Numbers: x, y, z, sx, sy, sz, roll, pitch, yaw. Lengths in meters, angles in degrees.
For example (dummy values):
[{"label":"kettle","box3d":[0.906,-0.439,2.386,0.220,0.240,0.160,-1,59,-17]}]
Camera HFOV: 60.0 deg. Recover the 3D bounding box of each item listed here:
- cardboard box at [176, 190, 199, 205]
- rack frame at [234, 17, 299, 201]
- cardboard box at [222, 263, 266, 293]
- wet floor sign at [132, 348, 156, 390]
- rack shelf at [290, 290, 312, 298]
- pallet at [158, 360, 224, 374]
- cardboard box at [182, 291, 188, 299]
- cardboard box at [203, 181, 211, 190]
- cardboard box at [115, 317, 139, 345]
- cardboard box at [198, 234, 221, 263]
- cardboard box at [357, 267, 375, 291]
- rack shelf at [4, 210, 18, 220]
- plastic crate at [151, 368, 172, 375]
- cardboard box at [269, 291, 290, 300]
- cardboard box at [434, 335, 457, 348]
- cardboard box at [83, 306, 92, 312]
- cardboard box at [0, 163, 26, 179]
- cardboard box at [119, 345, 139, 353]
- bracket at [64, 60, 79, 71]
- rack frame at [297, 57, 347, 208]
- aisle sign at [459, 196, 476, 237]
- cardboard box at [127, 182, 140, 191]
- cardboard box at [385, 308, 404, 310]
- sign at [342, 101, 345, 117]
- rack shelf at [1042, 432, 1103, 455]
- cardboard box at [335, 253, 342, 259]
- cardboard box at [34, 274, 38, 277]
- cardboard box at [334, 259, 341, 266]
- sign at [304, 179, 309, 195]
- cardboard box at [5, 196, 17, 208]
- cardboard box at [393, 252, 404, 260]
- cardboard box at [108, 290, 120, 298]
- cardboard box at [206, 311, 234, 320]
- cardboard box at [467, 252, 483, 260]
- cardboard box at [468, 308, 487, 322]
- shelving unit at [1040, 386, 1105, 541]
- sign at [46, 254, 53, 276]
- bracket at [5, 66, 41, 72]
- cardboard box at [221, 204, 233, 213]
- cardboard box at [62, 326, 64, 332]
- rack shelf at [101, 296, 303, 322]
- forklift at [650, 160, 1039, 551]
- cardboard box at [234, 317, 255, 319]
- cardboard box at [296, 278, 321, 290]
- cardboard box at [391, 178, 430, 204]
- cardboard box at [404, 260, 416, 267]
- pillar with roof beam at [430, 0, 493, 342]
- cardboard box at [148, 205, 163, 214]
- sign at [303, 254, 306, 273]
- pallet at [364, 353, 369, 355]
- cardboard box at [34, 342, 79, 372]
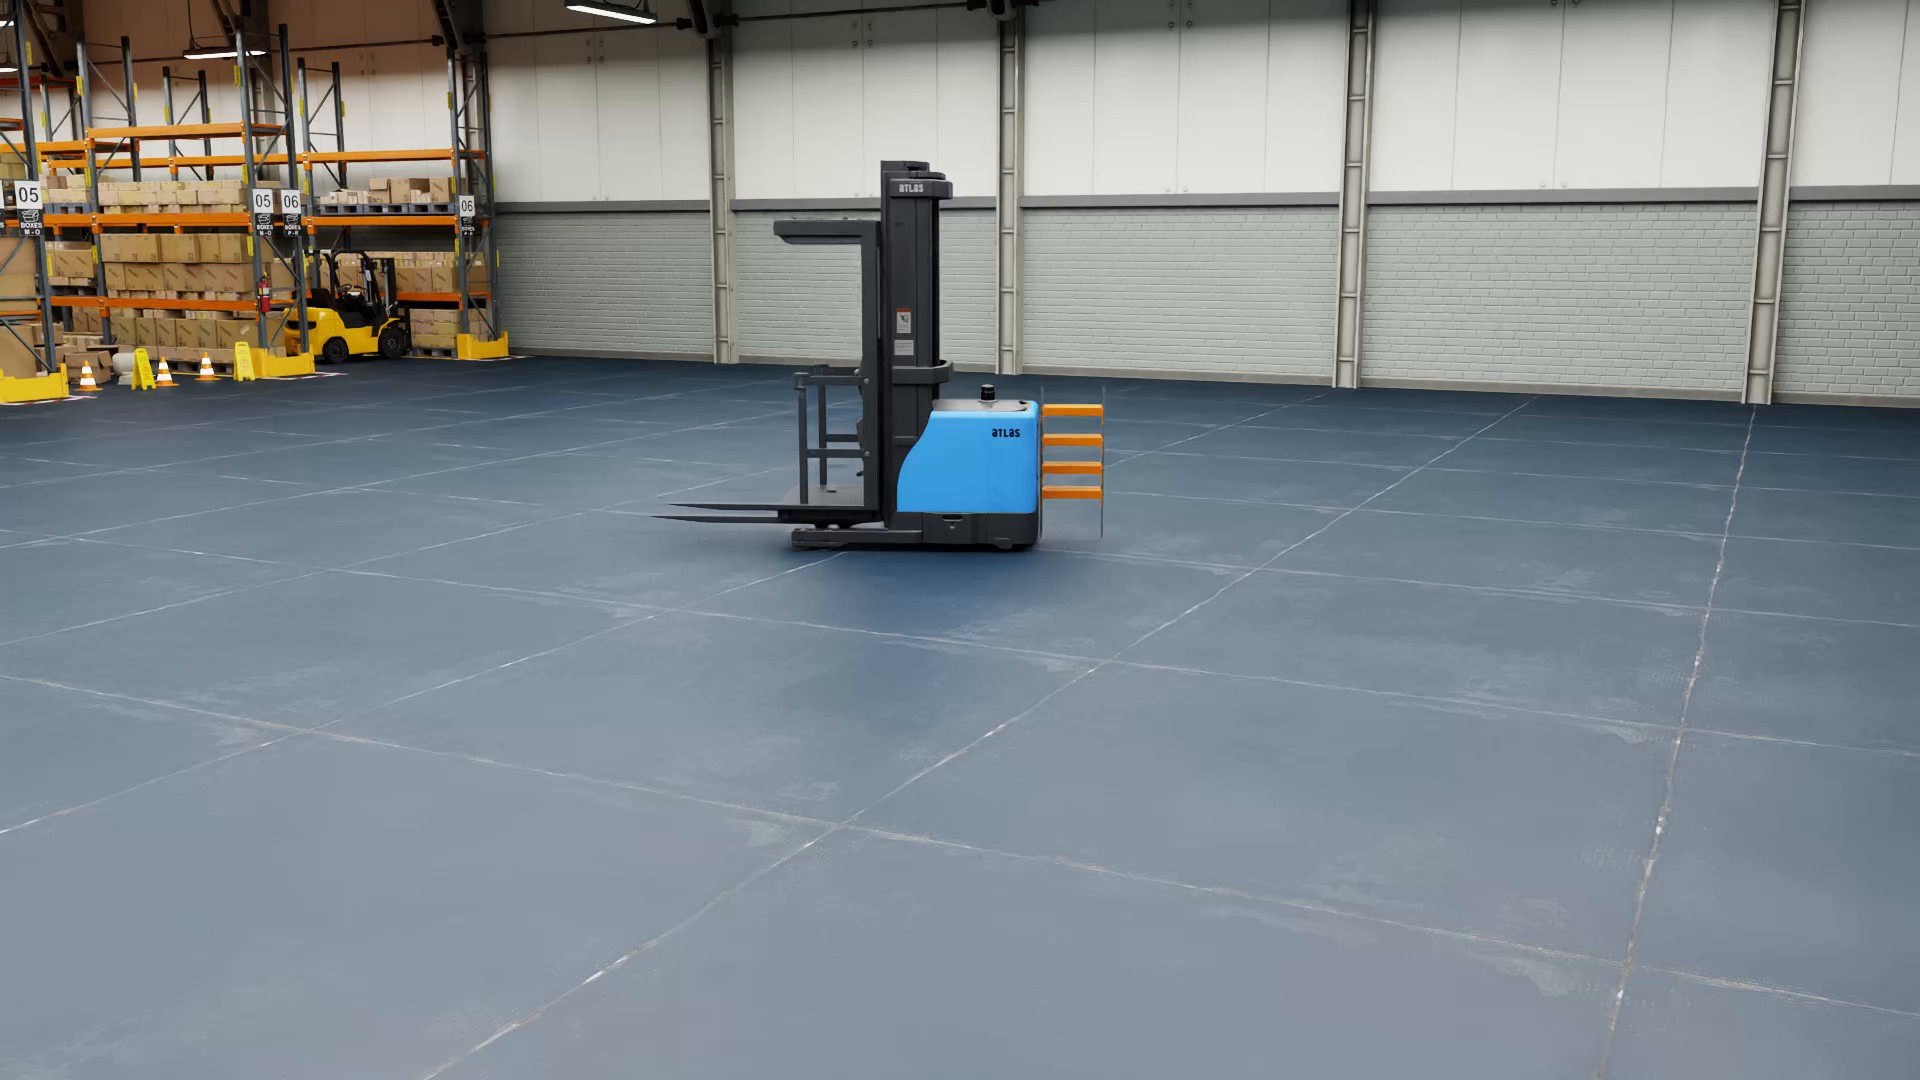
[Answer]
[{"label":"cardboard box","box3d":[-13.351,-6.005,29.152,0.500,0.250,0.500,5,12,27]},{"label":"rack frame","box3d":[-11.855,-7.331,28.471,0.127,3.000,1.000,5,11,26]},{"label":"cardboard box","box3d":[-12.463,-4.574,28.963,0.500,0.500,0.500,5,11,25]},{"label":"wet floor sign","box3d":[-13.052,-2.736,26.537,0.232,0.644,0.267,3,11,16]},{"label":"rack shelf","box3d":[-15.042,-5.291,36.063,4.000,0.370,1.077,5,11,26]},{"label":"pallet","box3d":[-13.726,-3.179,30.204,1.213,0.211,1.003,5,11,26]},{"label":"cardboard box","box3d":[-13.647,-4.375,29.684,0.250,0.149,0.380,5,11,26]},{"label":"cardboard box","box3d":[-12.945,-6.176,28.973,0.250,0.149,0.380,5,11,26]},{"label":"cardboard box","box3d":[-15.032,-3.828,30.392,0.500,0.500,0.500,6,12,29]},{"label":"cardboard box","box3d":[-12.860,-5.113,29.137,0.500,0.500,0.700,5,11,26]},{"label":"cardboard box","box3d":[-12.037,-5.382,34.264,0.500,0.500,0.500,5,11,25]},{"label":"rack shelf","box3d":[-15.748,-4.860,25.261,4.000,0.370,1.077,5,11,26]},{"label":"plastic crate","box3d":[-14.397,-3.003,29.600,0.583,0.080,0.402,1,10,6]},{"label":"cardboard box","box3d":[-12.068,-4.316,29.358,0.250,0.149,0.380,5,11,26]},{"label":"cardboard box","box3d":[-10.223,-4.013,33.520,0.500,0.250,0.500,5,11,26]},{"label":"cardboard box","box3d":[-19.937,-5.334,38.296,0.250,0.149,0.380,5,11,24]},{"label":"cardboard box","box3d":[-14.273,-5.464,24.703,0.500,0.250,0.500,5,11,26]},{"label":"cardboard box","box3d":[-15.032,-3.459,30.459,0.500,0.250,0.500,4,11,23]},{"label":"bracket","box3d":[-20.434,-10.951,38.361,0.430,0.232,0.235,5,11,26]},{"label":"rack frame","box3d":[-13.249,-8.440,34.594,0.127,3.000,1.000,5,11,26]},{"label":"aisle sign","box3d":[-9.733,-6.400,32.868,0.004,0.787,0.394,5,11,26]},{"label":"cardboard box","box3d":[-14.601,-6.299,29.657,0.250,0.149,0.380,5,11,25]},{"label":"cardboard box","box3d":[-11.581,-4.623,34.086,0.500,0.250,0.500,5,11,25]},{"label":"sign","box3d":[-12.981,-9.064,34.976,0.005,0.325,0.100,5,11,26]},{"label":"rack shelf","box3d":[0.893,-0.764,13.206,0.480,0.148,0.258,1,10,4]},{"label":"cardboard box","box3d":[-12.812,-5.927,34.616,0.250,0.149,0.380,5,11,27]},{"label":"cardboard box","box3d":[-17.333,-5.218,31.345,0.500,0.500,0.500,5,11,24]},{"label":"cardboard box","box3d":[-12.846,-5.769,34.580,0.250,0.149,0.380,5,12,27]},{"label":"sign","box3d":[-13.480,-7.285,34.304,0.005,0.325,0.100,5,11,26]},{"label":"cardboard box","box3d":[-17.648,-6.421,31.573,0.637,0.503,0.797,5,11,26]},{"label":"cardboard box","box3d":[-11.265,-5.766,33.731,0.250,0.149,0.380,5,12,27]},{"label":"cardboard box","box3d":[-15.301,-4.495,30.349,0.250,0.149,0.380,5,11,26]},{"label":"cardboard box","box3d":[-13.047,-3.961,29.307,0.250,0.149,0.380,5,12,27]},{"label":"cardboard box","box3d":[-9.868,-5.748,33.629,0.250,0.149,0.380,5,11,25]},{"label":"cardboard box","box3d":[-10.009,-4.586,33.882,0.500,0.250,0.500,5,11,25]},{"label":"shelving unit","box3d":[0.893,-0.610,13.234,0.503,1.200,0.258,1,10,4]},{"label":"sign","box3d":[-13.703,-4.134,24.996,0.005,0.325,0.100,5,11,26]},{"label":"bracket","box3d":[-23.489,-11.219,39.845,4.783,0.066,0.076,5,11,26]},{"label":"cardboard box","box3d":[-12.536,-5.730,28.748,0.250,0.149,0.380,5,11,26]},{"label":"cardboard box","box3d":[-21.053,-4.919,38.812,0.250,0.149,0.380,5,11,24]},{"label":"rack shelf","box3d":[-13.648,-4.183,29.940,4.000,0.370,1.077,5,11,26]},{"label":"forklift","box3d":[-0.896,-1.451,13.016,3.031,2.935,1.130,1,10,4]},{"label":"cardboard box","box3d":[-12.948,-3.752,29.975,0.500,0.500,0.500,5,11,24]},{"label":"cardboard box","box3d":[-13.817,-5.412,35.130,0.500,0.250,0.500,5,12,27]},{"label":"cardboard box","box3d":[-11.041,-7.046,33.576,0.500,0.500,0.700,5,11,26]},{"label":"cardboard box","box3d":[-11.022,-5.604,33.669,0.250,0.149,0.380,5,11,24]},{"label":"pillar with roof beam","box3d":[-11.792,-7.636,30.152,0.548,9.000,9.100,5,11,26]},{"label":"cardboard box","box3d":[-14.153,-5.868,29.511,0.250,0.149,0.380,5,11,25]},{"label":"sign","box3d":[-11.615,-4.892,29.407,0.005,0.325,0.100,5,11,26]},{"label":"pallet","box3d":[-12.554,-4.046,34.994,1.213,0.211,1.003,5,11,26]},{"label":"cardboard box","box3d":[-15.392,-3.024,28.146,0.503,0.637,0.797,5,11,26]}]
